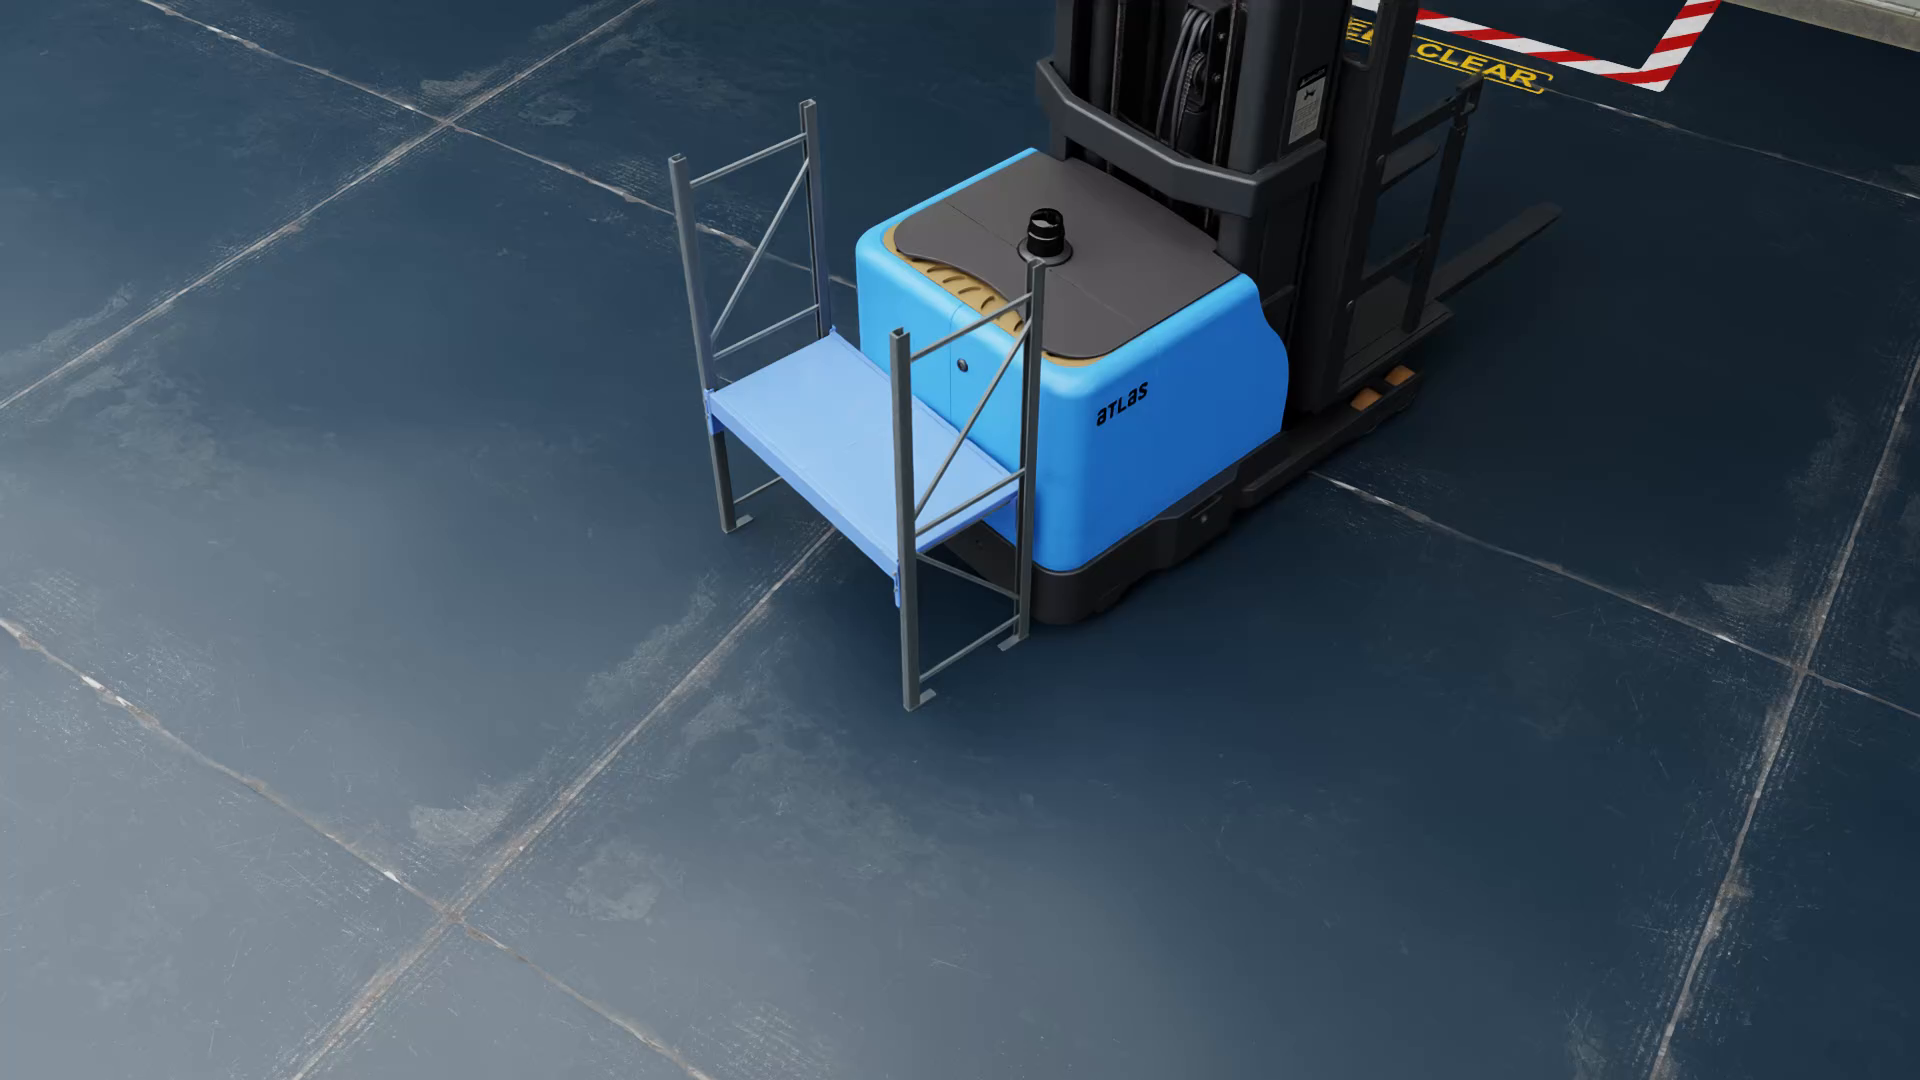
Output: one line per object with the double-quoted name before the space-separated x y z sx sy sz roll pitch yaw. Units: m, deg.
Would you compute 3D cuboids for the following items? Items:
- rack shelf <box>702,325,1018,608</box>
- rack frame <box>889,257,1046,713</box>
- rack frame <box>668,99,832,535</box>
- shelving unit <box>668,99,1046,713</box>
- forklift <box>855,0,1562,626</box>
"rack shelf" -0.301 -0.258 5.205 0.538 0.185 1.000 -31 53 -26
"rack frame" 0.024 -0.102 4.804 0.500 1.500 0.032 -31 53 -26
"rack frame" -0.626 -0.663 5.349 0.500 1.500 0.032 -31 53 -26
"shelving unit" -0.301 -0.383 5.076 0.538 1.500 1.048 -31 53 -26
"forklift" 1.092 -1.666 5.325 3.031 2.935 1.130 -33 54 -28
